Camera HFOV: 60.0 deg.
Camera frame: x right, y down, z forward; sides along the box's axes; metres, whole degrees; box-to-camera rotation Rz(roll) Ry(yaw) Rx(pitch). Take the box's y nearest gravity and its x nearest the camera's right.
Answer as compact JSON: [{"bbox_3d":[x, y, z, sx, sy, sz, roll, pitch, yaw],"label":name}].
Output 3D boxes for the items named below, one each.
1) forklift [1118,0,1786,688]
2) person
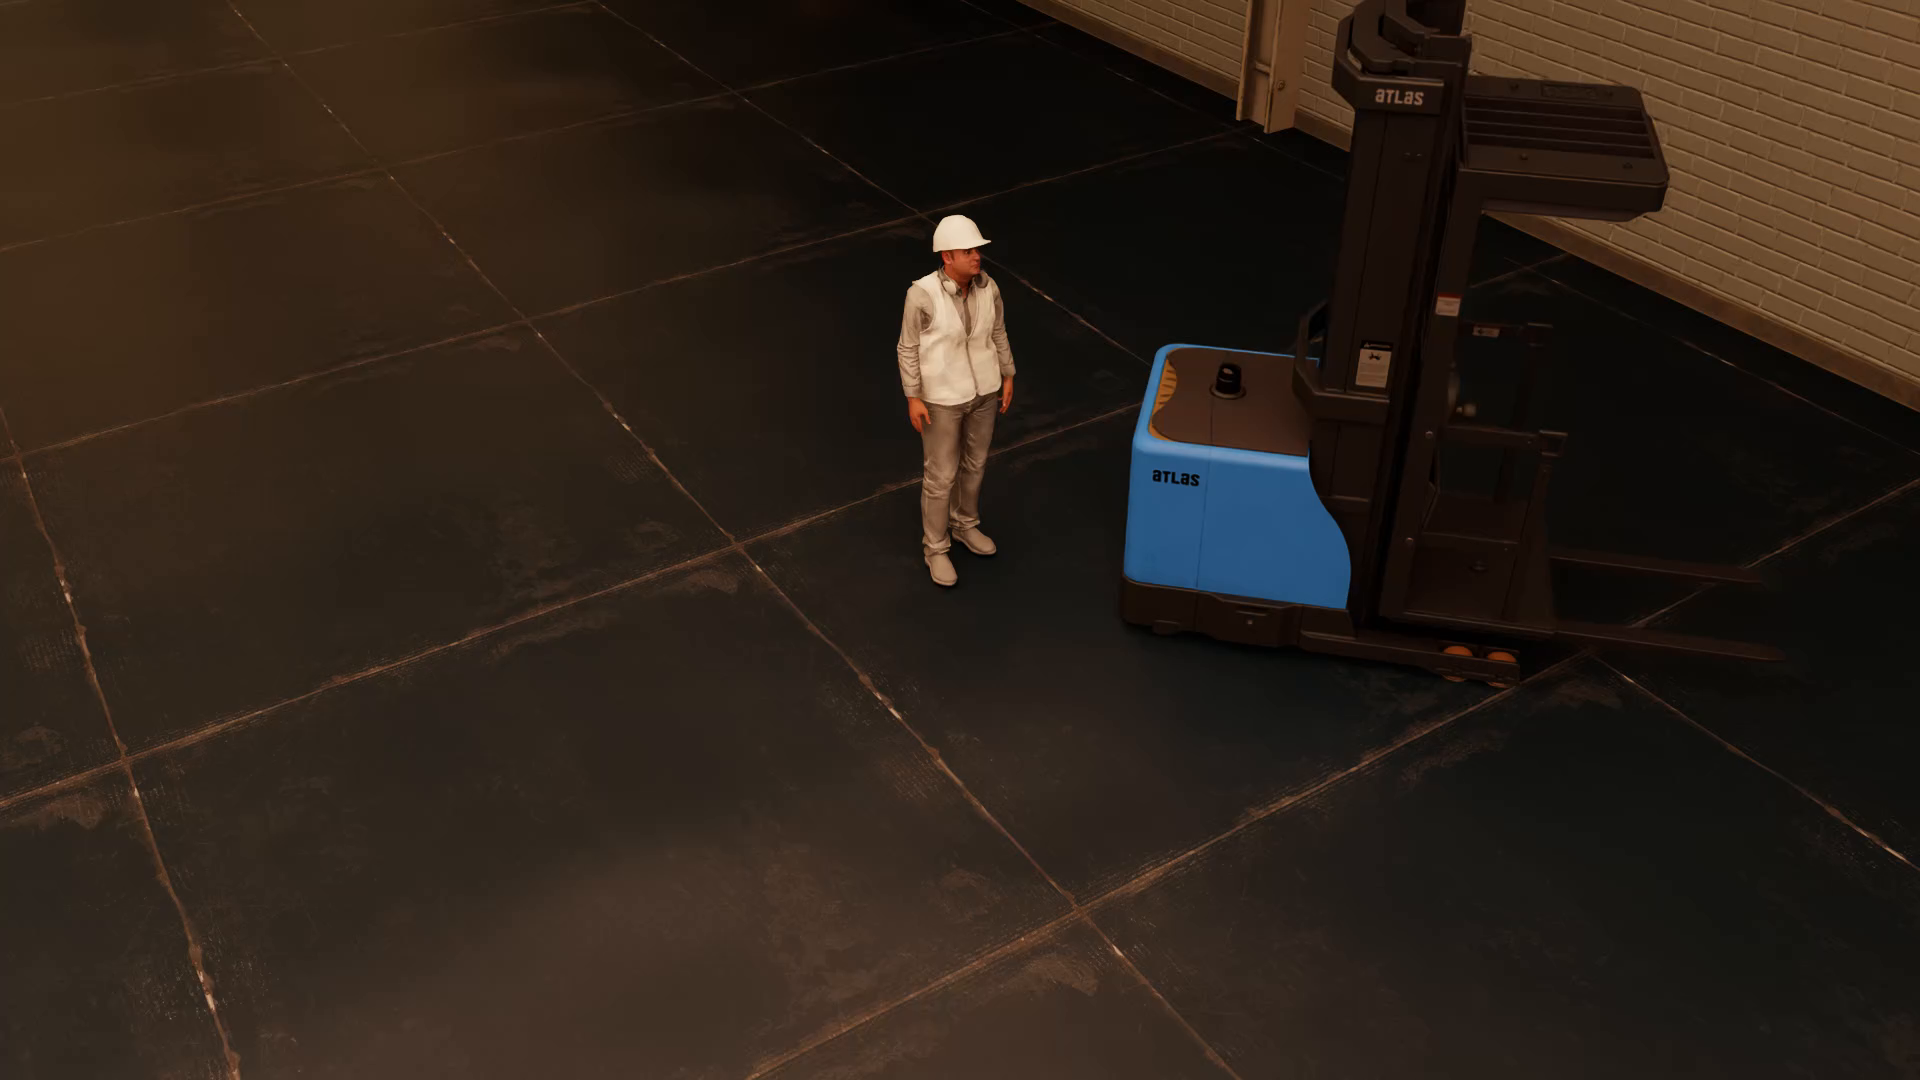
[{"bbox_3d":[2.339,-0.851,7.358,3.031,2.935,1.130,7,36,10],"label":"forklift"},{"bbox_3d":[0.027,-0.699,8.137,0.632,1.773,0.567,-21,40,-27],"label":"person"}]
